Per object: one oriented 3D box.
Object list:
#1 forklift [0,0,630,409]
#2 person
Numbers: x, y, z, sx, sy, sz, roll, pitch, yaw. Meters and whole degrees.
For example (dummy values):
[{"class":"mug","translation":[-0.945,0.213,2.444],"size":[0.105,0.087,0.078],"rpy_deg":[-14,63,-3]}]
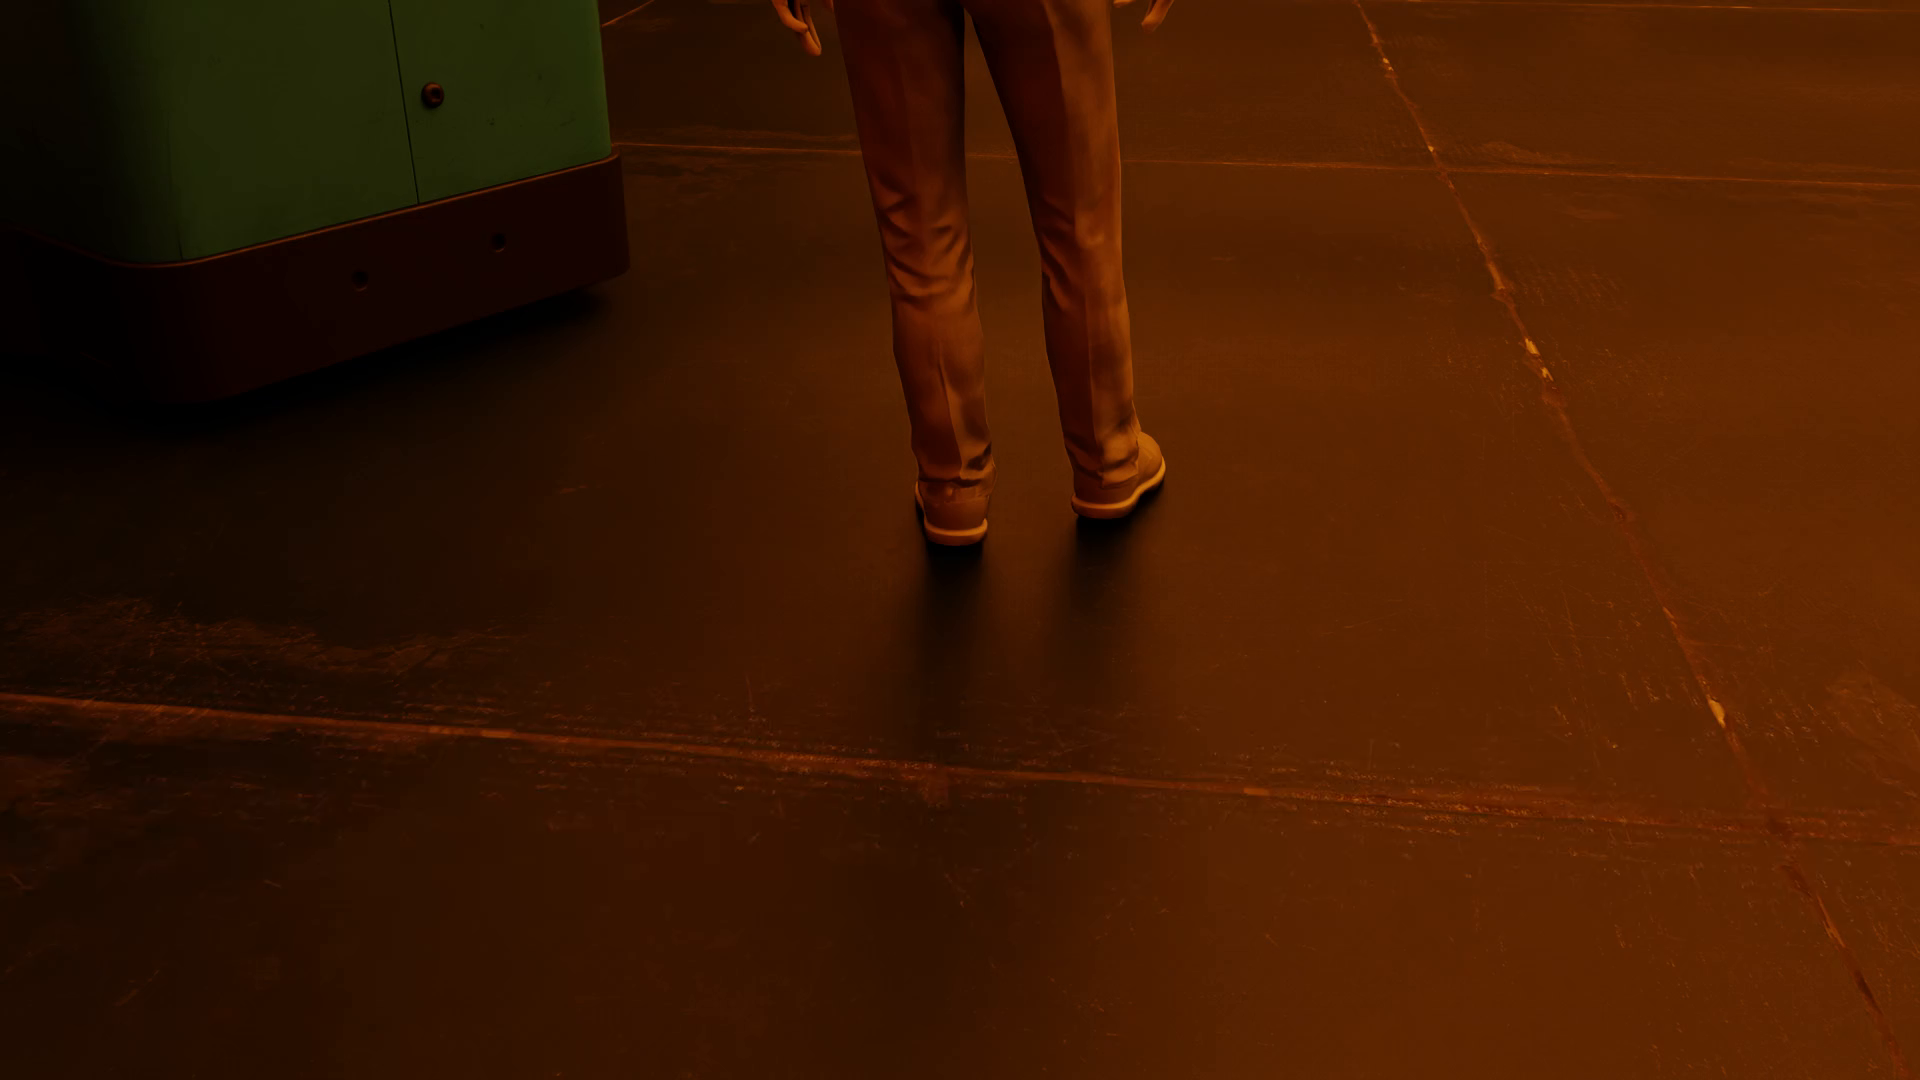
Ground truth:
[{"class":"forklift","translation":[-2.160,-2.059,3.343],"size":[3.031,2.935,1.130],"rpy_deg":[20,32,34]},{"class":"person","translation":[0.016,-0.795,2.179],"size":[0.587,1.694,0.529],"rpy_deg":[3,27,7]}]
